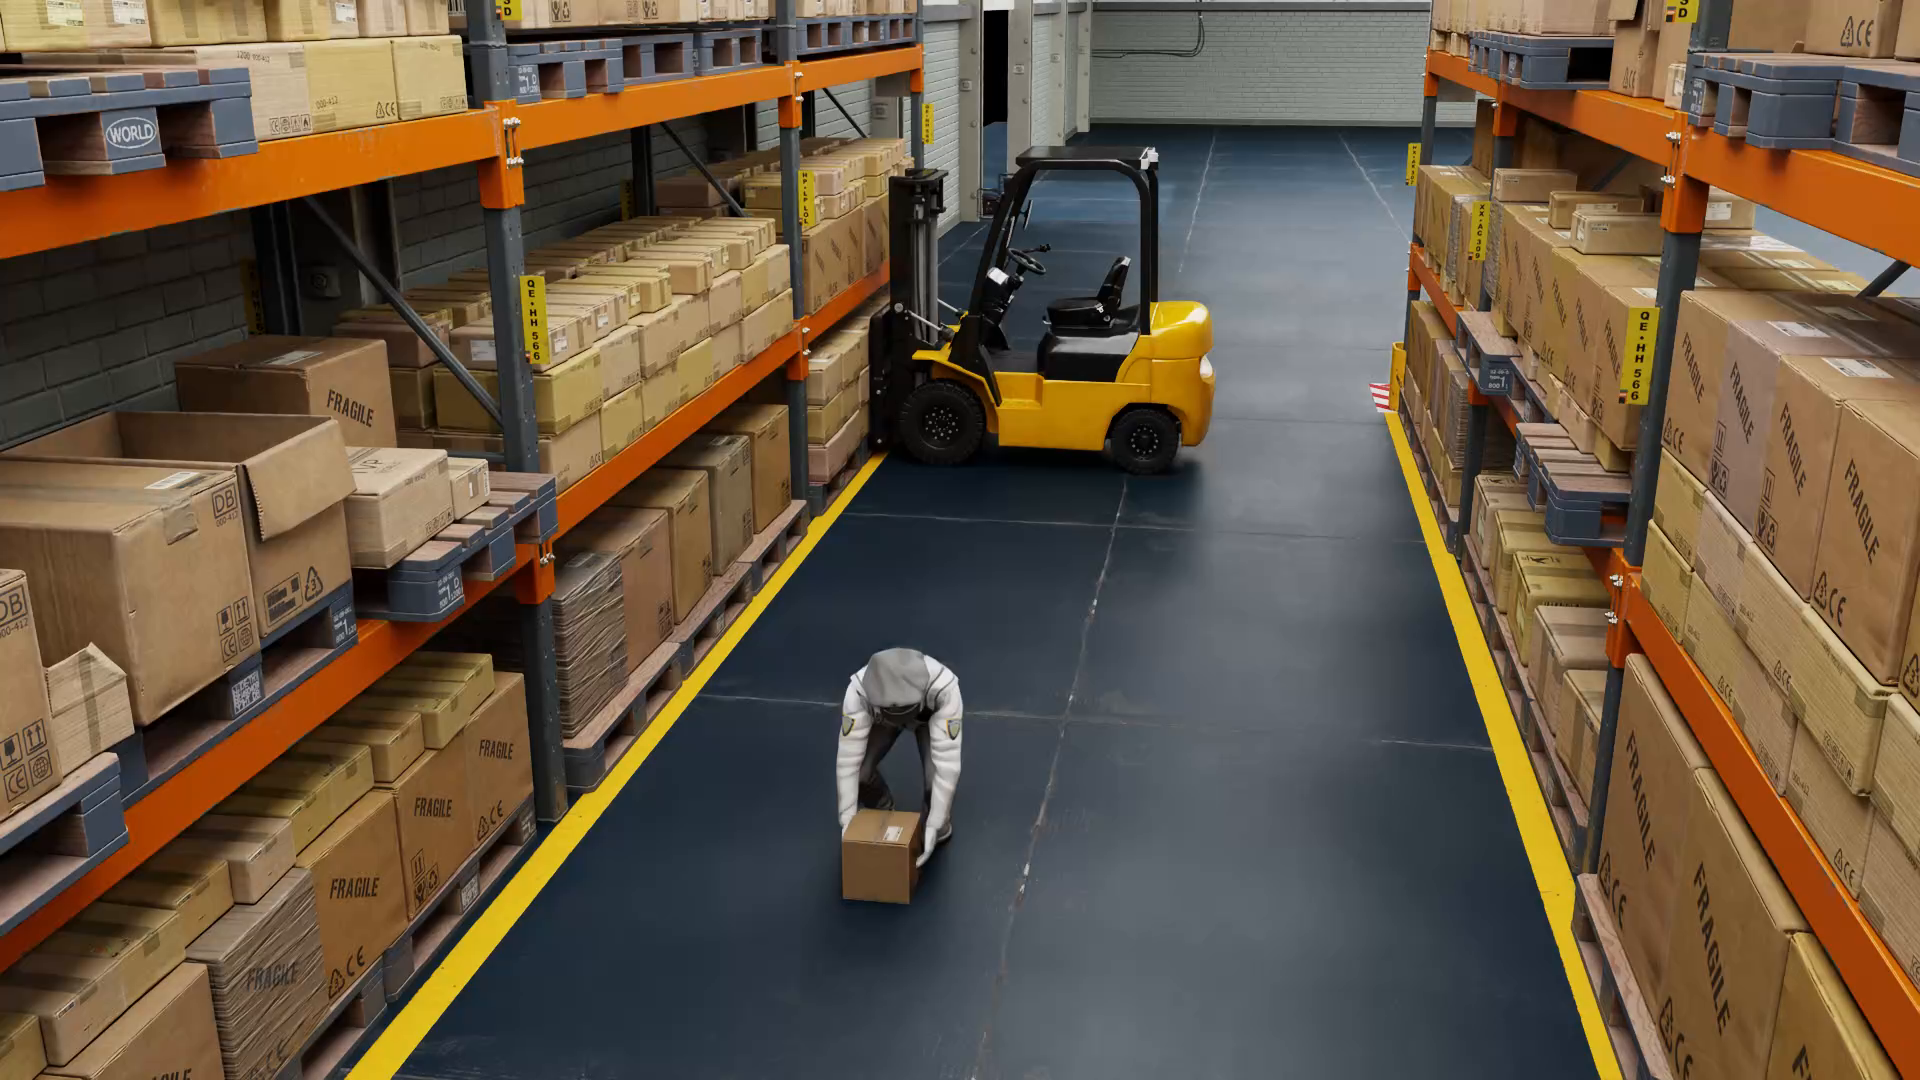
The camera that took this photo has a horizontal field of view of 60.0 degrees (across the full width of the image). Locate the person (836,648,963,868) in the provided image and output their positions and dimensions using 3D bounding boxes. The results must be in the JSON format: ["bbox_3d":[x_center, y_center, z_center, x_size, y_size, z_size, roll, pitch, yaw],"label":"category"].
[{"bbox_3d":[-0.213,0.768,6.416,0.487,0.915,0.853,3,18,9],"label":"person"}]
